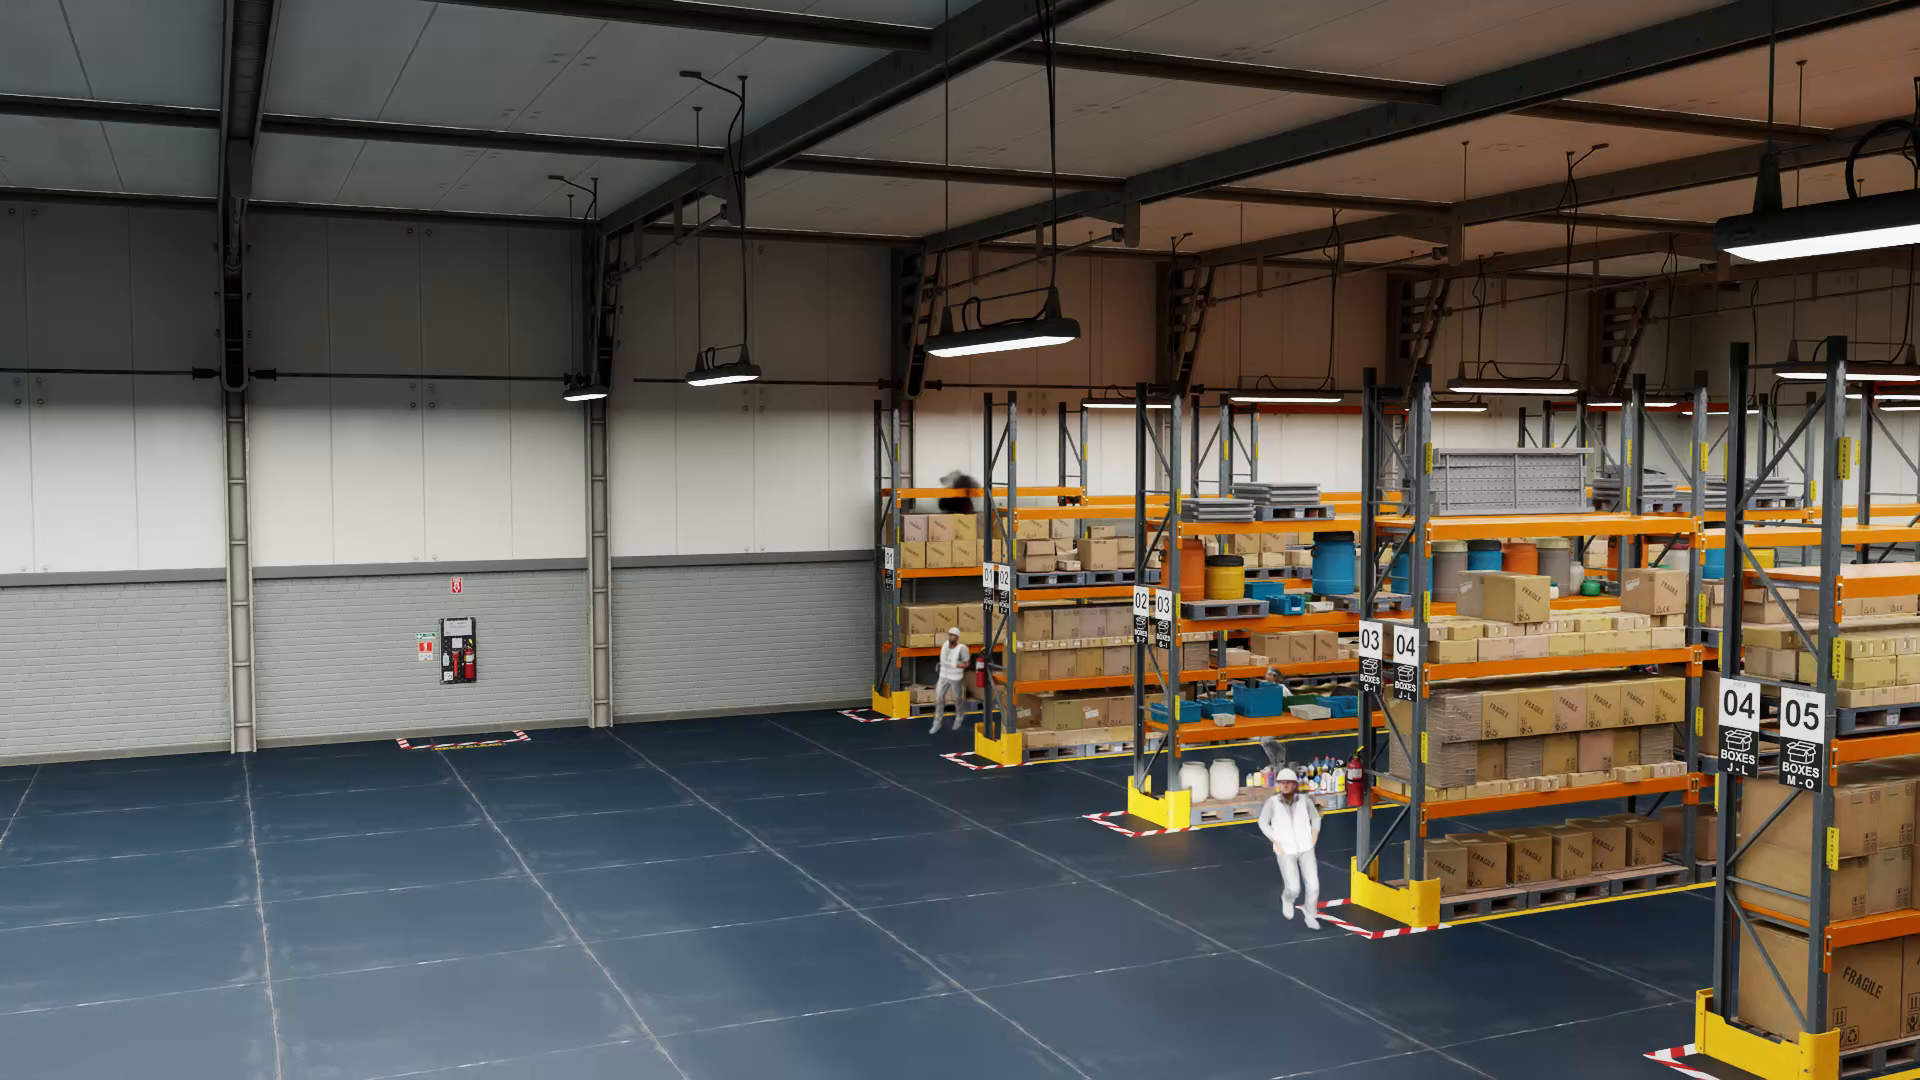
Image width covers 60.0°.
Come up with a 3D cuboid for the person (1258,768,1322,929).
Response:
[{"bbox_3d":[3.549,3.283,17.753,0.663,1.692,0.557,0,3,-3],"label":"person"}]

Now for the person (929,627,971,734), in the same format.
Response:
[{"bbox_3d":[-0.108,2.388,28.414,0.705,1.816,0.858,2,4,33],"label":"person"}]

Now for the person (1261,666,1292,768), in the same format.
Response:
[{"bbox_3d":[4.875,2.807,26.184,0.463,1.657,0.681,-3,4,-39],"label":"person"}]
